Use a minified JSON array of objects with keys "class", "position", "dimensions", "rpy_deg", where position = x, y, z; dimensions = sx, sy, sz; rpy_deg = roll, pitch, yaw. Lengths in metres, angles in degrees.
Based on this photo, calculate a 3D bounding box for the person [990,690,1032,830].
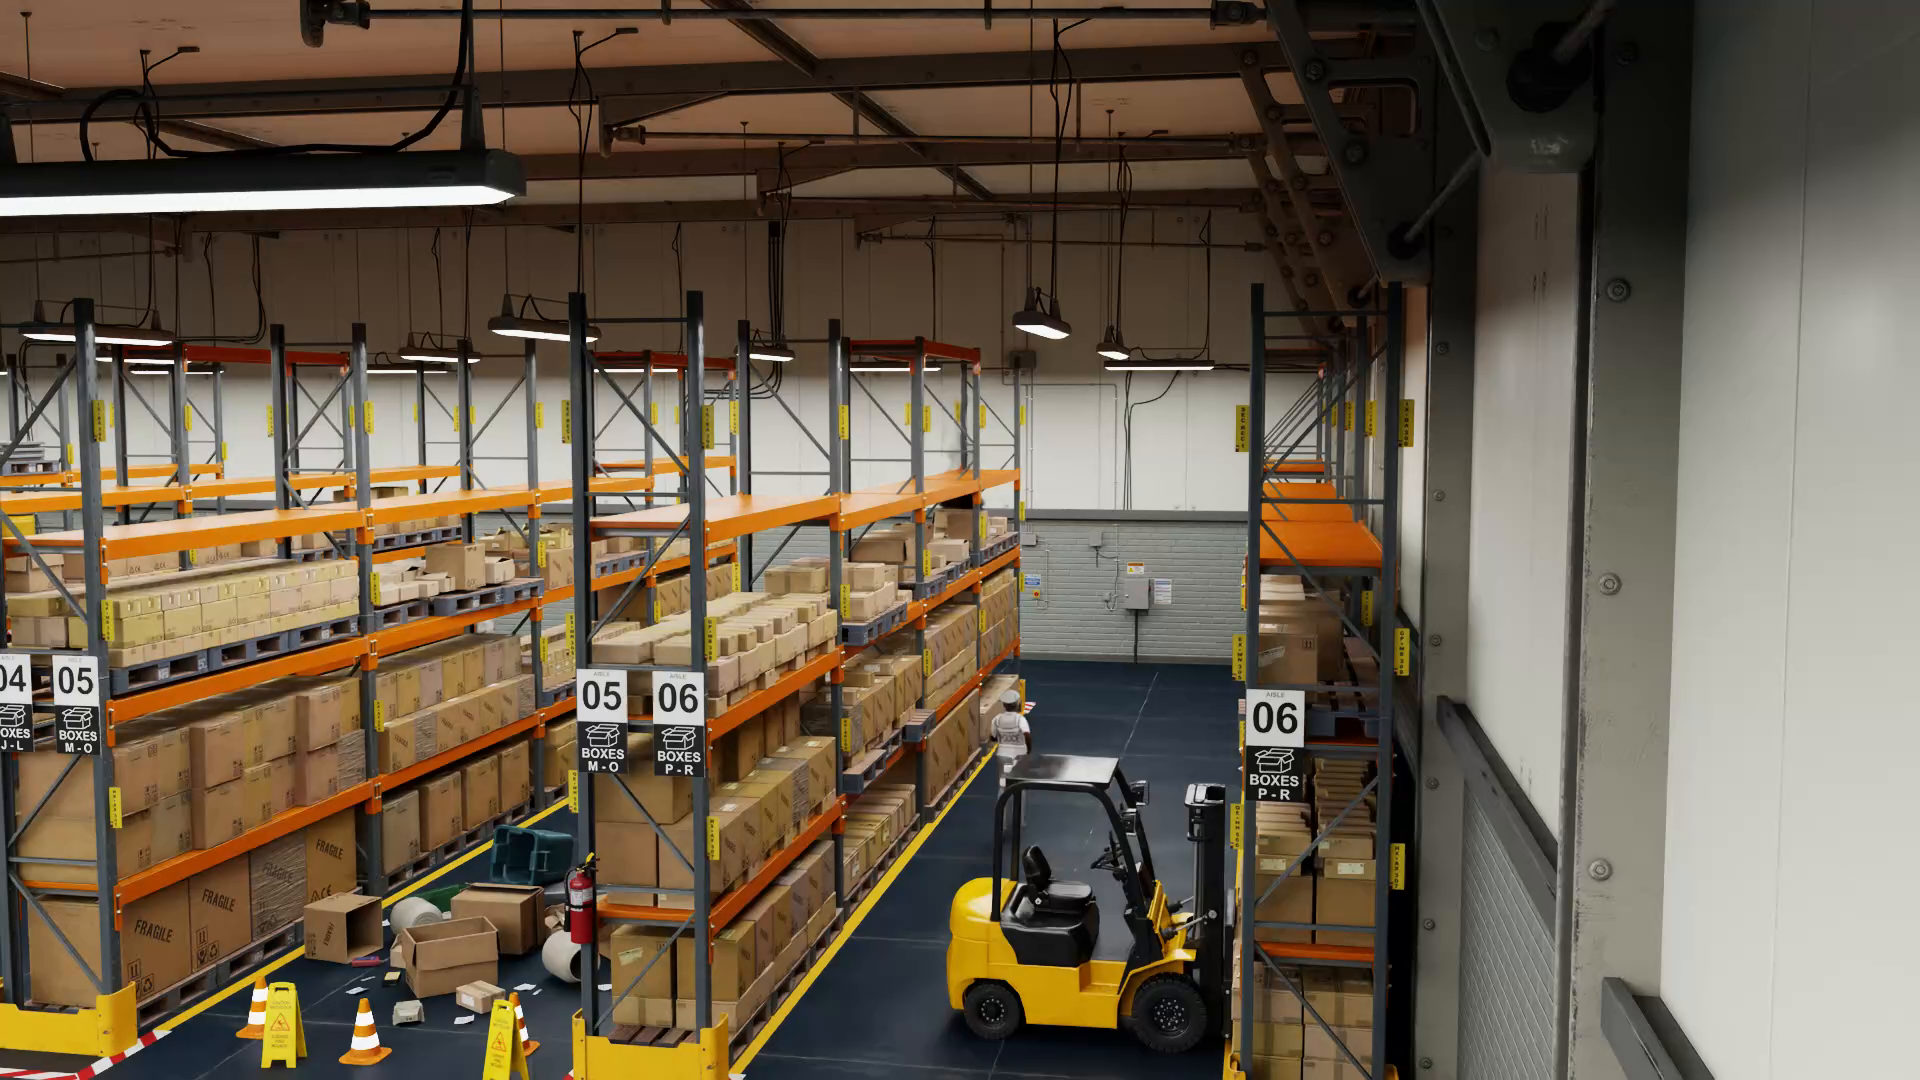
[{"class":"person","position":[0.626,2.700,20.179],"dimensions":[0.546,1.758,0.755],"rpy_deg":[1,5,9]}]

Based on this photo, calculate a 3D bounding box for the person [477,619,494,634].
[{"class":"person","position":[-9.106,1.742,31.723],"dimensions":[0.630,1.794,0.726],"rpy_deg":[-4,6,-40]}]
